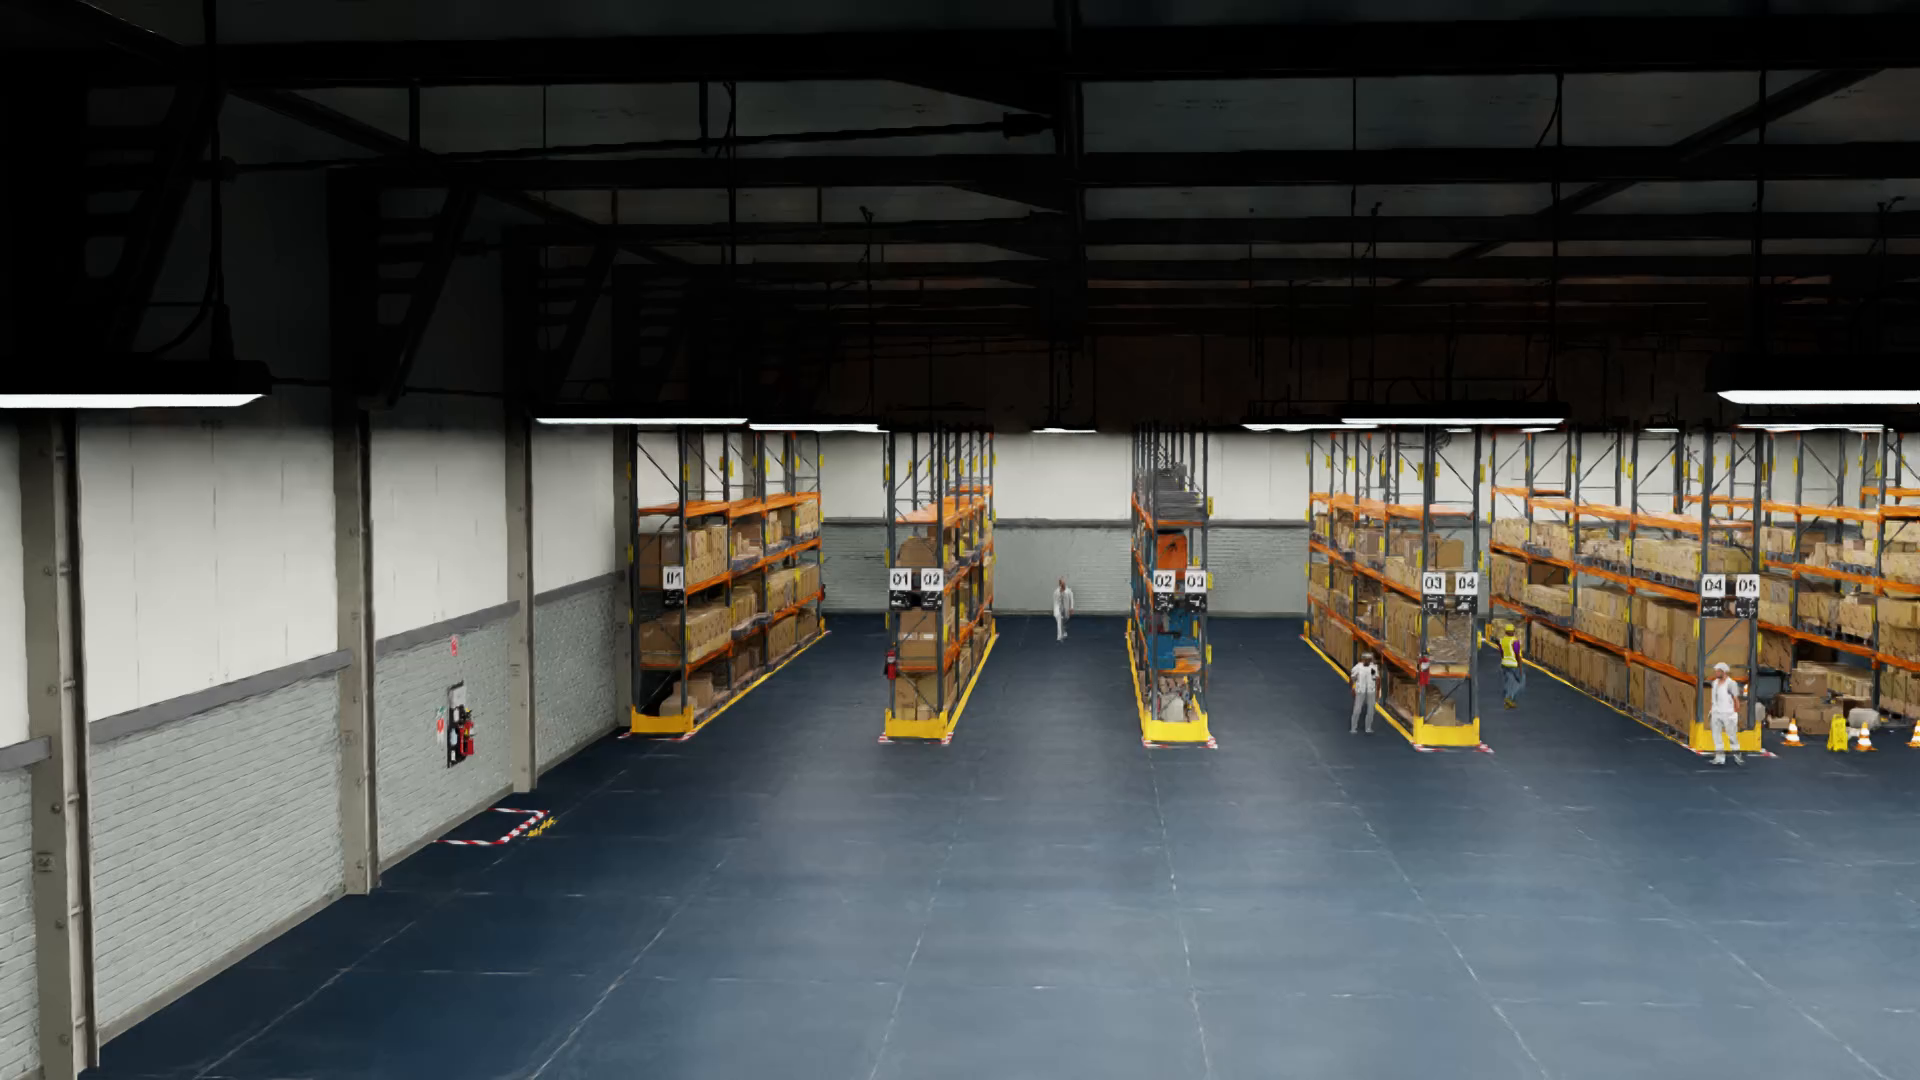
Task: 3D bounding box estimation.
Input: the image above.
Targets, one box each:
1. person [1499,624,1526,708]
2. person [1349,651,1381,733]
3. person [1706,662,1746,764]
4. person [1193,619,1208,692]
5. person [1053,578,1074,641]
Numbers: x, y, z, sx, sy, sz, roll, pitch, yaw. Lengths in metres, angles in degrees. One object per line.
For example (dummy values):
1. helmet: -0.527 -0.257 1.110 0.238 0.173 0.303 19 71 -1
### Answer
1. person: 11.546 2.635 34.823 0.456 1.763 0.610 -2 4 -24
2. person: 7.747 2.901 31.831 0.593 1.629 0.522 0 4 3
3. person: 13.321 3.010 28.925 0.544 1.783 0.645 -2 4 -23
4. person: 5.363 2.563 37.111 0.322 1.605 0.490 -1 4 -11
5. person: 2.876 1.927 46.319 0.600 1.725 1.098 0 4 4
